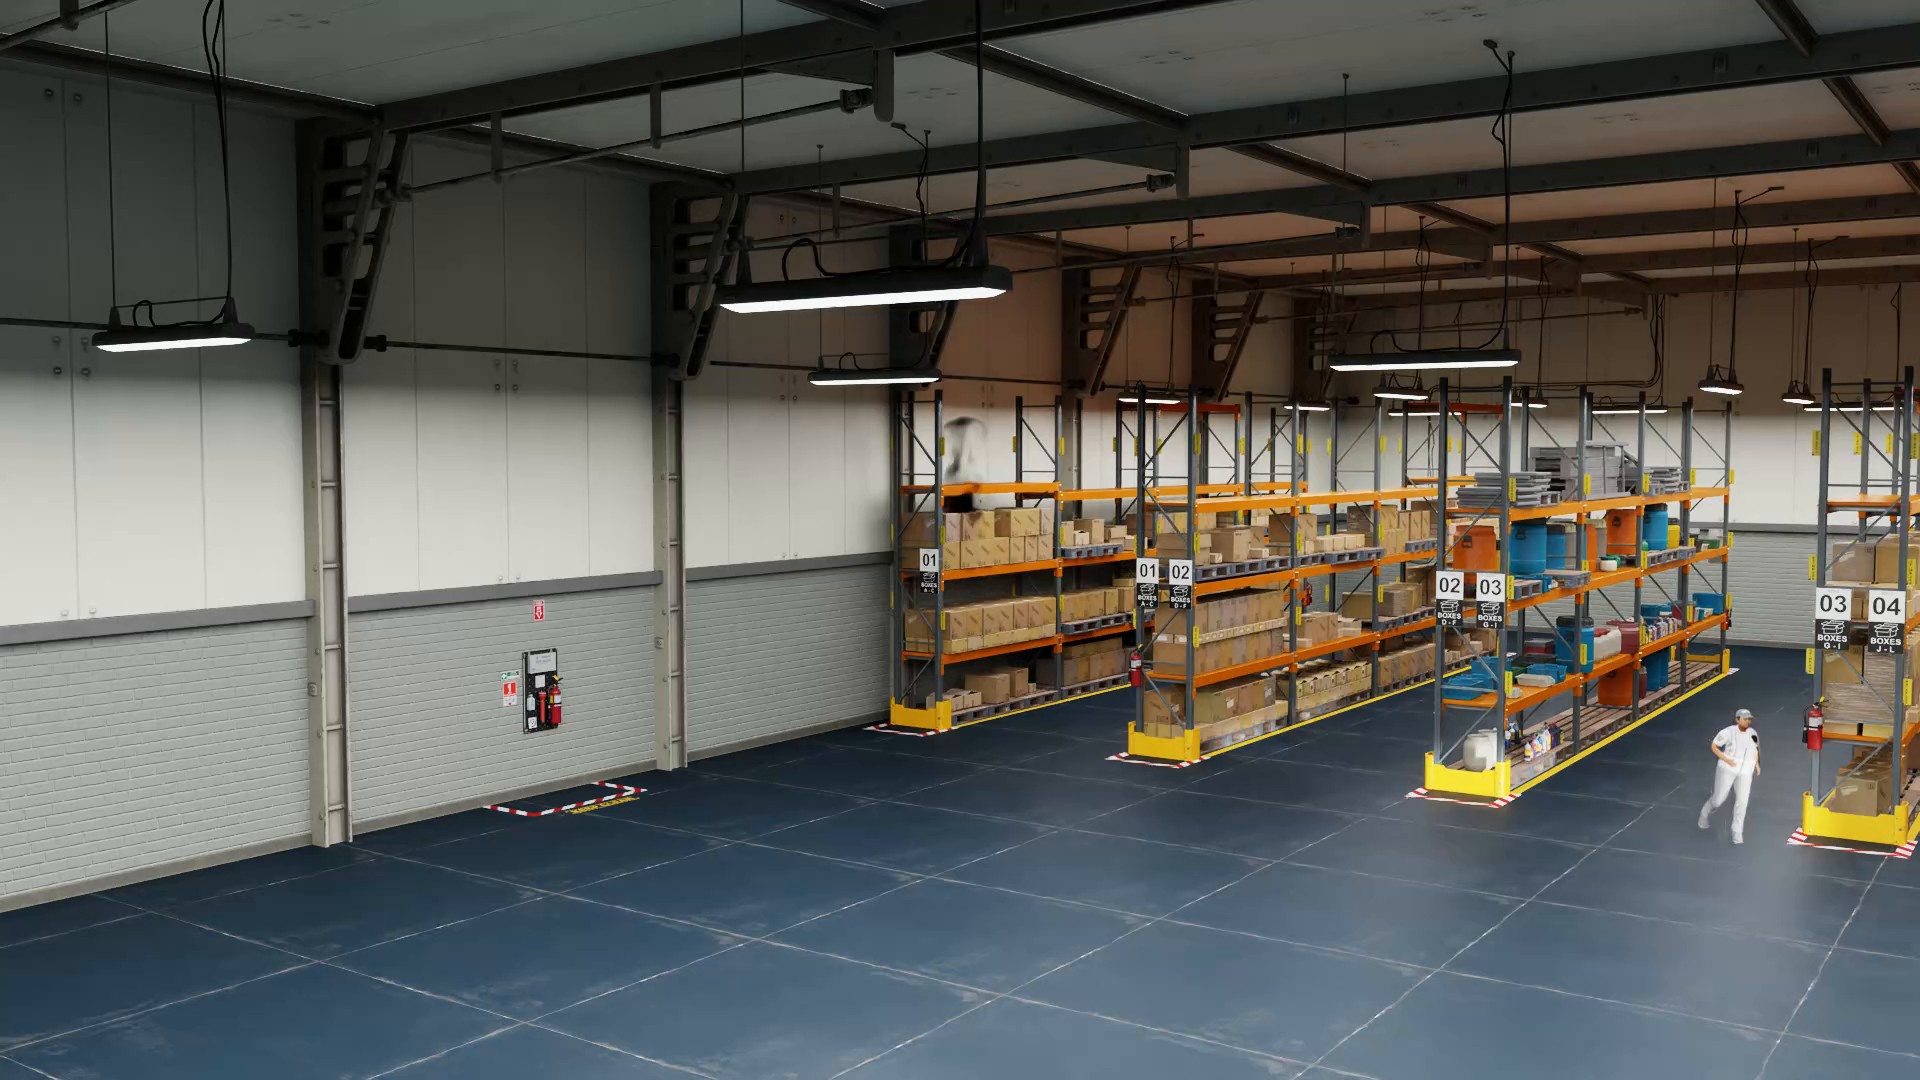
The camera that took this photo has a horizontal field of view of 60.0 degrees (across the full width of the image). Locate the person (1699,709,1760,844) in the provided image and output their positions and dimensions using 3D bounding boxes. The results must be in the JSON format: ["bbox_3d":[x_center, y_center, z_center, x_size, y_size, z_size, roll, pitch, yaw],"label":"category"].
[{"bbox_3d":[9.920,2.979,21.256,0.673,1.645,0.925,0,3,5],"label":"person"}]
